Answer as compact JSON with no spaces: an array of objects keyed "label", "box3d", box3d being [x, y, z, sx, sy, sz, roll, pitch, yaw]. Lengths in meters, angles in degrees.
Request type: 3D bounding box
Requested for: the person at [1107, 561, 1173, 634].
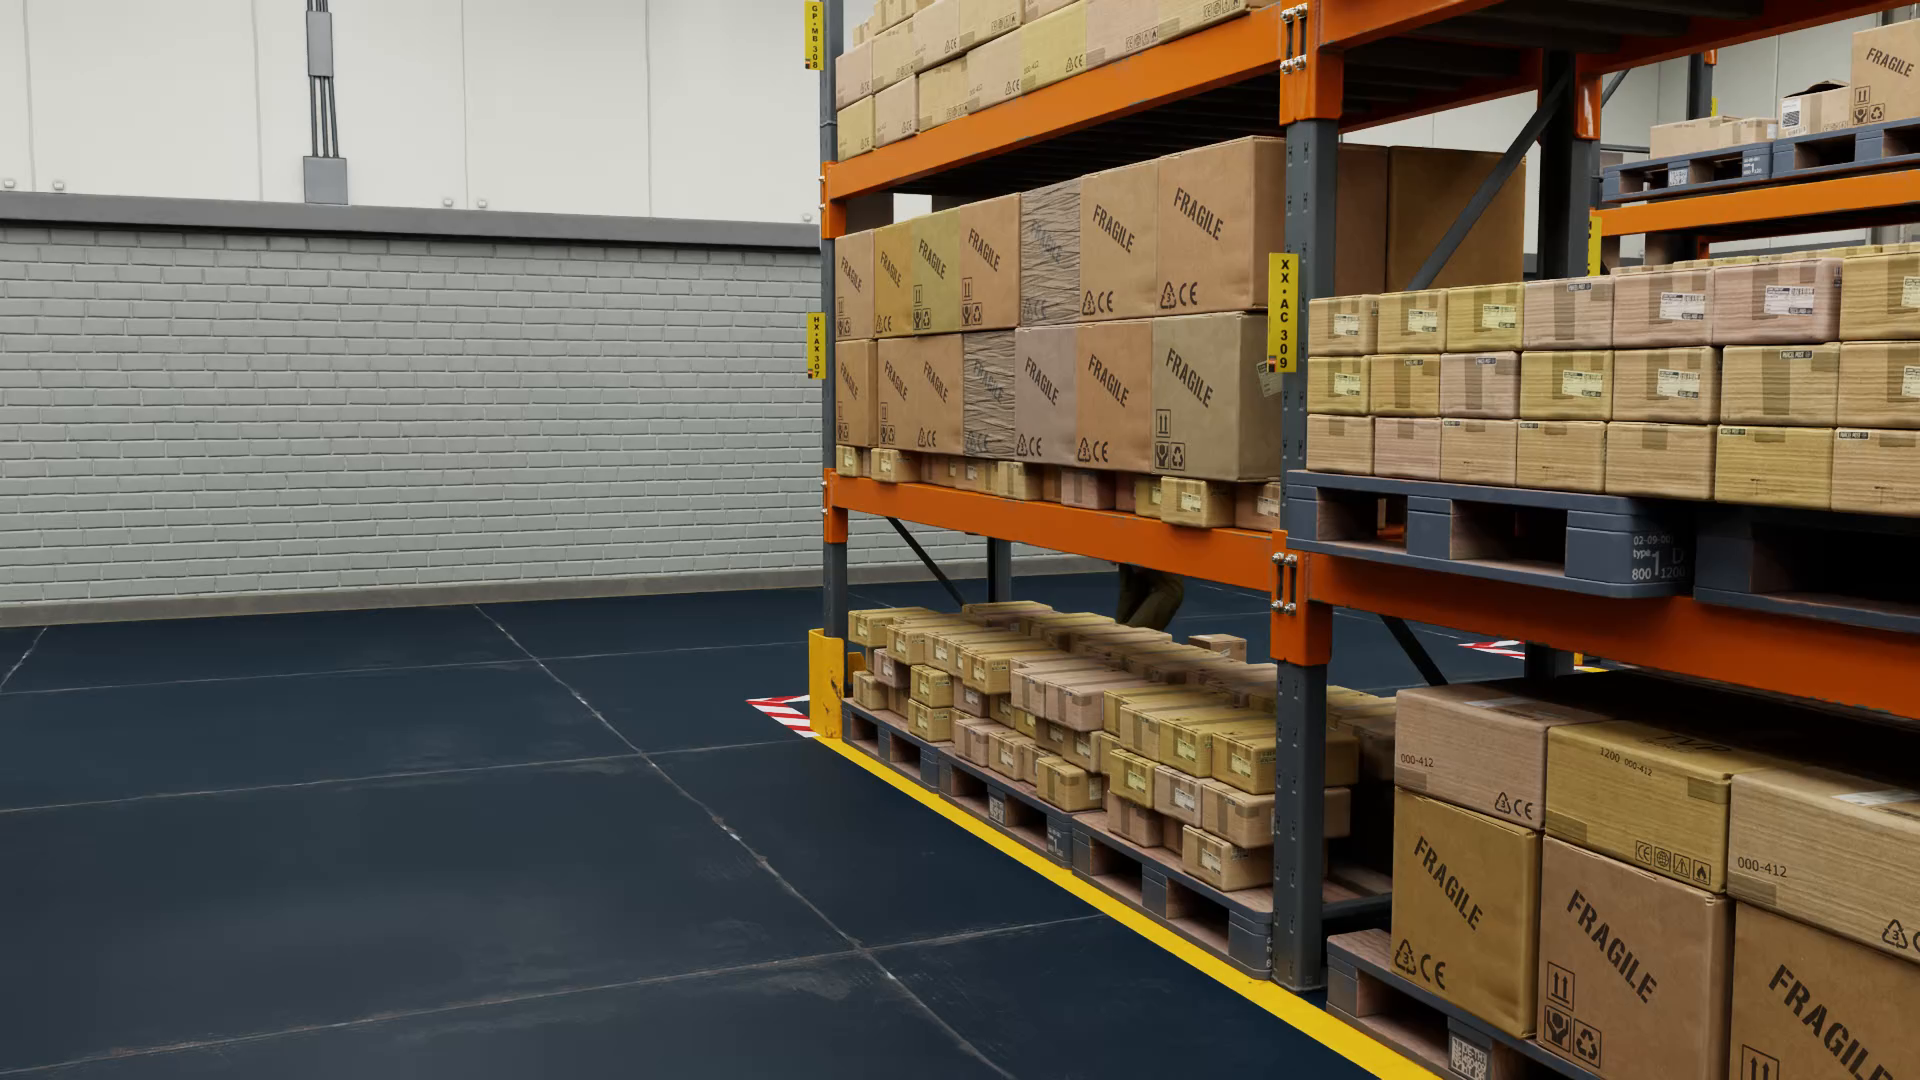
[{"label":"person","box3d":[1.068,-0.031,9.592,0.381,1.843,0.600,-2,5,-17]}]
